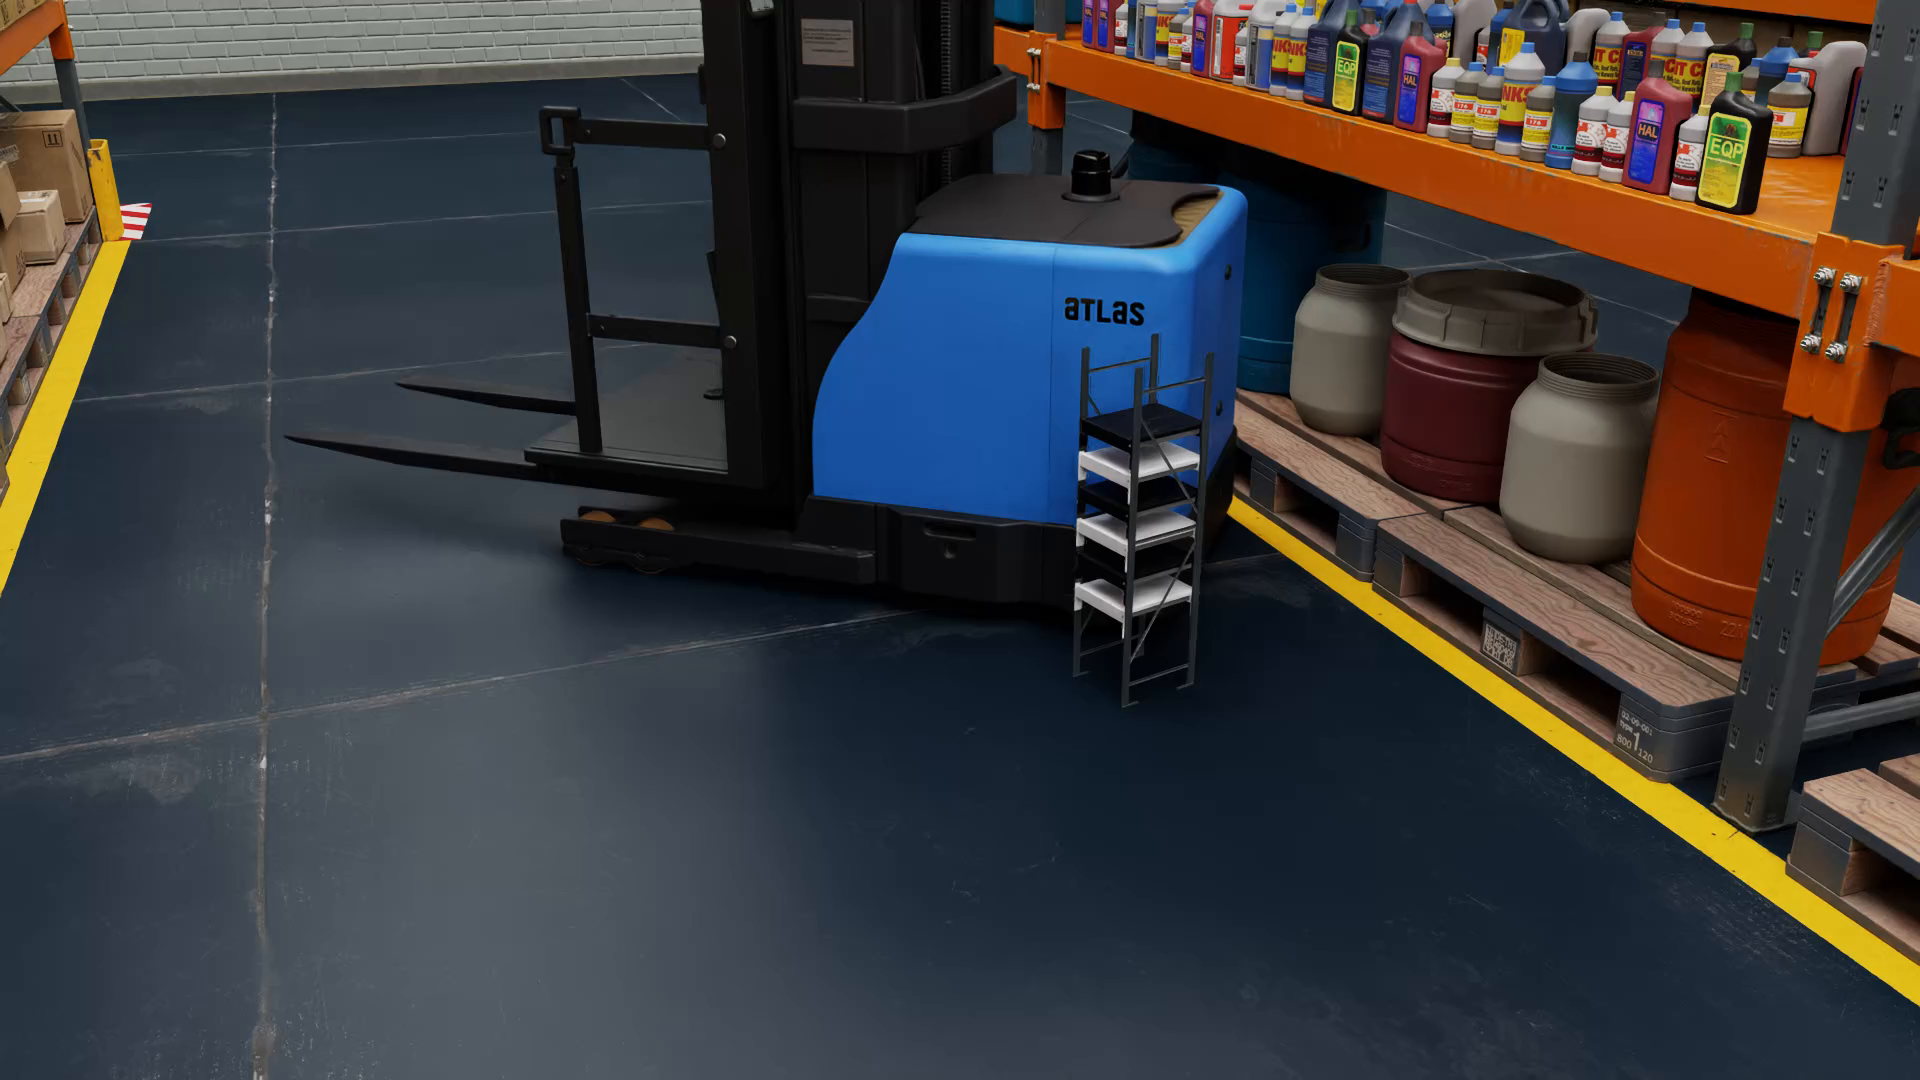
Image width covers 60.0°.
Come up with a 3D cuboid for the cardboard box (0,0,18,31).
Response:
[{"bbox_3d":[-4.314,-2.409,6.976,0.500,0.500,0.500,-9,24,-20],"label":"cardboard box"}]

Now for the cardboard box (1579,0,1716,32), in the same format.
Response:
[{"bbox_3d":[4.629,-3.062,10.848,0.875,0.875,0.875,-8,24,-19],"label":"cardboard box"}]

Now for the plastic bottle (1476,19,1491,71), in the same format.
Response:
[{"bbox_3d":[1.731,-1.589,5.414,0.097,0.201,0.097,0,23,0],"label":"plastic bottle"}]

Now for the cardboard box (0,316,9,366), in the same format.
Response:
[{"bbox_3d":[-3.795,-0.734,6.026,0.500,0.311,0.500,-8,24,-19],"label":"cardboard box"}]

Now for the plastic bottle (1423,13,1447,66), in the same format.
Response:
[{"bbox_3d":[1.323,-1.350,4.742,0.061,0.283,0.133,-8,24,-19],"label":"plastic bottle"}]

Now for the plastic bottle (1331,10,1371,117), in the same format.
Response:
[{"bbox_3d":[1.141,-1.379,4.810,0.061,0.283,0.133,-8,24,-19],"label":"plastic bottle"}]

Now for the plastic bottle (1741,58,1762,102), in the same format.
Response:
[{"bbox_3d":[2.123,-1.186,4.457,0.097,0.201,0.097,0,23,0],"label":"plastic bottle"}]

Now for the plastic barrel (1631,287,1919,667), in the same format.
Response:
[{"bbox_3d":[2.011,-0.182,4.074,0.600,0.830,0.708,-8,24,-19],"label":"plastic barrel"}]

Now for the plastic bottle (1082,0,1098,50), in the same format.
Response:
[{"bbox_3d":[0.517,-2.021,6.334,0.061,0.283,0.133,-8,24,-19],"label":"plastic bottle"}]

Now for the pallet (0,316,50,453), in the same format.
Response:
[{"bbox_3d":[-4.091,-0.553,6.291,1.003,0.211,1.213,-8,24,-19],"label":"pallet"}]

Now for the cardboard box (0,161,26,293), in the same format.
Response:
[{"bbox_3d":[-4.517,-1.323,7.174,0.797,0.503,0.637,-8,24,-19],"label":"cardboard box"}]

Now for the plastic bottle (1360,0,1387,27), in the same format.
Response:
[{"bbox_3d":[1.425,-1.769,5.750,0.097,0.271,0.097,0,23,0],"label":"plastic bottle"}]

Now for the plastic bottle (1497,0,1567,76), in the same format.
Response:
[{"bbox_3d":[1.712,-1.485,4.975,0.144,0.351,0.185,-8,24,-19],"label":"plastic bottle"}]

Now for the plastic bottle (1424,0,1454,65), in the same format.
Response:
[{"bbox_3d":[1.555,-1.636,5.434,0.097,0.271,0.097,0,23,0],"label":"plastic bottle"}]

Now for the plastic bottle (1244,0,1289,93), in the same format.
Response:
[{"bbox_3d":[1.002,-1.569,5.269,0.152,0.276,0.135,-8,24,-19],"label":"plastic bottle"}]

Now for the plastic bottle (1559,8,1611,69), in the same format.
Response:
[{"bbox_3d":[1.859,-1.462,5.016,0.152,0.276,0.135,-8,24,-19],"label":"plastic bottle"}]

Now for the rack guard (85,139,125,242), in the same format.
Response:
[{"bbox_3d":[-5.235,-1.862,9.025,1.175,0.500,0.348,-8,24,-19],"label":"rack guard"}]

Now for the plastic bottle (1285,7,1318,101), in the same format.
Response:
[{"bbox_3d":[1.052,-1.485,5.077,0.097,0.271,0.097,0,23,0],"label":"plastic bottle"}]

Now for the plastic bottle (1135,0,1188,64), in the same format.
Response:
[{"bbox_3d":[0.723,-1.856,5.952,0.152,0.276,0.135,-8,24,-19],"label":"plastic bottle"}]

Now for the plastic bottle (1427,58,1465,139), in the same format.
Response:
[{"bbox_3d":[1.311,-1.186,4.458,0.097,0.201,0.097,0,23,0],"label":"plastic bottle"}]

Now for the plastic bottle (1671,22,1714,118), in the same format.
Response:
[{"bbox_3d":[2.042,-1.302,4.643,0.097,0.271,0.097,0,23,0],"label":"plastic bottle"}]

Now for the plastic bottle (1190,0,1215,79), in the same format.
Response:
[{"bbox_3d":[0.831,-1.699,5.568,0.061,0.283,0.133,-8,24,-19],"label":"plastic bottle"}]

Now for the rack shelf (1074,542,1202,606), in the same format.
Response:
[{"bbox_3d":[0.454,0.069,4.245,0.258,0.077,0.200,-15,27,-31],"label":"rack shelf"}]

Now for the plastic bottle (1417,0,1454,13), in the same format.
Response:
[{"bbox_3d":[1.583,-1.746,5.690,0.152,0.276,0.135,-8,24,-19],"label":"plastic bottle"}]

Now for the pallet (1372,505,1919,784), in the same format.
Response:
[{"bbox_3d":[1.882,0.191,4.526,1.003,0.211,1.213,-8,24,-19],"label":"pallet"}]

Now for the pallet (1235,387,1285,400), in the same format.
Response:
[{"bbox_3d":[1.020,-0.696,6.629,1.003,0.211,1.213,-8,24,-19],"label":"pallet"}]

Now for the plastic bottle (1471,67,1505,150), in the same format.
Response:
[{"bbox_3d":[1.380,-1.115,4.290,0.097,0.201,0.097,0,23,0],"label":"plastic bottle"}]

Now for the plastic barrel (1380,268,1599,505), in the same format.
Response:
[{"bbox_3d":[1.612,-0.481,5.094,0.600,0.588,0.708,-8,24,-19],"label":"plastic barrel"}]

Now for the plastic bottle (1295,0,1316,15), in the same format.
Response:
[{"bbox_3d":[1.282,-1.935,6.043,0.144,0.351,0.185,-8,24,-19],"label":"plastic bottle"}]

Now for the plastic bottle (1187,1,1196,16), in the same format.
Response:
[{"bbox_3d":[0.833,-1.846,6.023,0.097,0.201,0.097,0,23,0],"label":"plastic bottle"}]

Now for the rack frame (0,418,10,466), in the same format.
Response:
[{"bbox_3d":[-3.849,-1.589,5.157,1.000,3.000,0.127,-8,24,-19],"label":"rack frame"}]

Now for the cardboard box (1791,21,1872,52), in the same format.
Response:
[{"bbox_3d":[5.262,-2.412,9.305,0.875,0.875,0.875,-8,24,-19],"label":"cardboard box"}]

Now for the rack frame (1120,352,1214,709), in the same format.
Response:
[{"bbox_3d":[0.510,-0.012,4.119,0.240,0.900,0.006,-15,27,-31],"label":"rack frame"}]

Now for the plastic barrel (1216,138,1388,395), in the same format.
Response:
[{"bbox_3d":[1.213,-1.036,6.007,0.600,0.901,0.708,-8,24,-19],"label":"plastic barrel"}]

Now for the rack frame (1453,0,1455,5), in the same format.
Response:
[{"bbox_3d":[4.007,-4.400,11.827,1.000,3.000,0.127,-8,24,-19],"label":"rack frame"}]

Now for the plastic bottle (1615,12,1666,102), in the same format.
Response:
[{"bbox_3d":[1.983,-1.387,4.830,0.061,0.283,0.133,-8,24,-19],"label":"plastic bottle"}]

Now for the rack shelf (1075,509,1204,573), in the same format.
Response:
[{"bbox_3d":[0.454,-0.014,4.210,0.258,0.077,0.200,-15,27,-31],"label":"rack shelf"}]

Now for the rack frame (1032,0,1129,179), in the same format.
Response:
[{"bbox_3d":[0.786,-2.267,6.766,1.000,3.000,0.127,-8,24,-19],"label":"rack frame"}]

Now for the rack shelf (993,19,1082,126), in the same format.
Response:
[{"bbox_3d":[0.080,-2.662,8.630,1.077,0.370,4.000,-8,24,-19],"label":"rack shelf"}]

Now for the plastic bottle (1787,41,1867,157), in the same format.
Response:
[{"bbox_3d":[2.186,-1.126,4.219,0.152,0.276,0.135,-8,24,-19],"label":"plastic bottle"}]

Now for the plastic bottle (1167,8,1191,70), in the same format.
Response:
[{"bbox_3d":[0.772,-1.741,5.773,0.097,0.201,0.097,0,23,0],"label":"plastic bottle"}]

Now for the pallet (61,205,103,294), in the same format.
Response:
[{"bbox_3d":[-4.953,-1.440,8.394,1.003,0.211,1.213,-8,24,-19],"label":"pallet"}]

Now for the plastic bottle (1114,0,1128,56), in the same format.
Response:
[{"bbox_3d":[0.622,-1.896,6.141,0.097,0.201,0.097,0,23,0],"label":"plastic bottle"}]

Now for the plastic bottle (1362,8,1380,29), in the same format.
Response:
[{"bbox_3d":[1.221,-1.470,5.040,0.097,0.271,0.097,0,23,0],"label":"plastic bottle"}]

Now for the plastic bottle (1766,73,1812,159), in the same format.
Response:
[{"bbox_3d":[2.075,-1.068,4.177,0.097,0.201,0.097,0,23,0],"label":"plastic bottle"}]

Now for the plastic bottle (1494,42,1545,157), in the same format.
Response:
[{"bbox_3d":[1.415,-1.112,4.193,0.097,0.271,0.097,0,23,0],"label":"plastic bottle"}]

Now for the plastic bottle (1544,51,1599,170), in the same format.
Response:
[{"bbox_3d":[1.483,-1.042,4.025,0.097,0.271,0.097,0,23,0],"label":"plastic bottle"}]

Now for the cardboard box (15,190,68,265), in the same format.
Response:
[{"bbox_3d":[-4.532,-1.465,7.837,0.500,0.250,0.500,-8,24,-19],"label":"cardboard box"}]

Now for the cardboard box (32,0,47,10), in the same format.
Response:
[{"bbox_3d":[-4.663,-2.775,7.842,0.500,0.500,0.500,-8,24,-19],"label":"cardboard box"}]

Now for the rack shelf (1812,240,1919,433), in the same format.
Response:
[{"bbox_3d":[2.906,0.245,1.733,1.077,0.370,4.000,-8,24,-19],"label":"rack shelf"}]

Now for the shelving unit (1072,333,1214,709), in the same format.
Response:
[{"bbox_3d":[0.454,-0.044,4.197,0.258,0.900,0.210,-15,27,-31],"label":"shelving unit"}]

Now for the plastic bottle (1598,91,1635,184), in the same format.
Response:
[{"bbox_3d":[1.552,-0.939,3.871,0.097,0.201,0.097,0,23,0],"label":"plastic bottle"}]

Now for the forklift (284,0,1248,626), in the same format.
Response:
[{"bbox_3d":[-0.694,-1.434,4.878,3.031,2.935,1.130,7,24,16],"label":"forklift"}]

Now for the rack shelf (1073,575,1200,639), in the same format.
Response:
[{"bbox_3d":[0.454,0.152,4.280,0.258,0.077,0.200,-15,27,-31],"label":"rack shelf"}]

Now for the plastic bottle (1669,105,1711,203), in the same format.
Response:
[{"bbox_3d":[1.634,-0.855,3.672,0.097,0.201,0.097,0,23,0],"label":"plastic bottle"}]
